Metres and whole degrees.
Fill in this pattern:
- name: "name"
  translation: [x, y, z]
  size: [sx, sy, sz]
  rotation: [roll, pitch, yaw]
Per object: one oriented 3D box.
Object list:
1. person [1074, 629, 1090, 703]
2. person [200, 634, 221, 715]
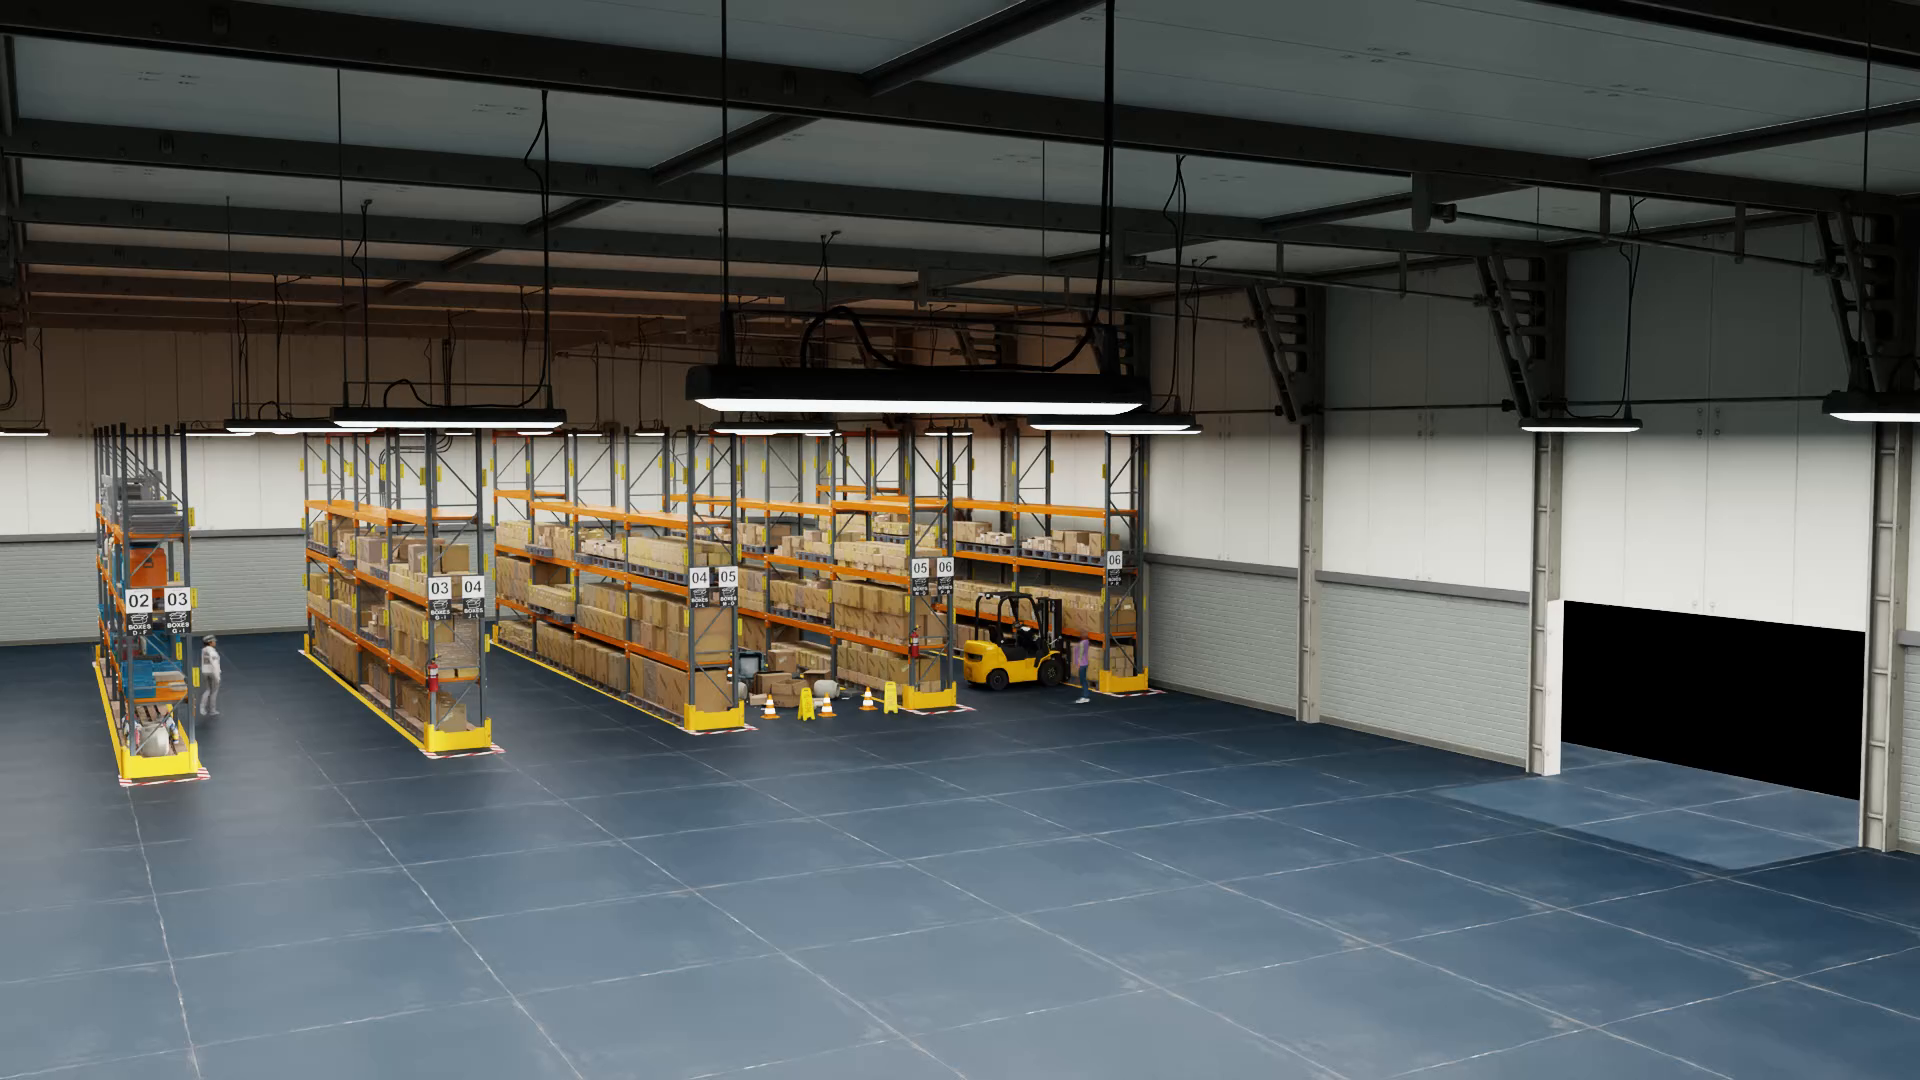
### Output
- name: "person"
  translation: [2.645, 2.738, 36.174]
  size: [0.357, 1.615, 0.491]
  rotation: [0, 3, -1]
- name: "person"
  translation: [-15.505, 2.785, 34.375]
  size: [0.470, 1.682, 0.478]
  rotation: [1, 4, 12]
